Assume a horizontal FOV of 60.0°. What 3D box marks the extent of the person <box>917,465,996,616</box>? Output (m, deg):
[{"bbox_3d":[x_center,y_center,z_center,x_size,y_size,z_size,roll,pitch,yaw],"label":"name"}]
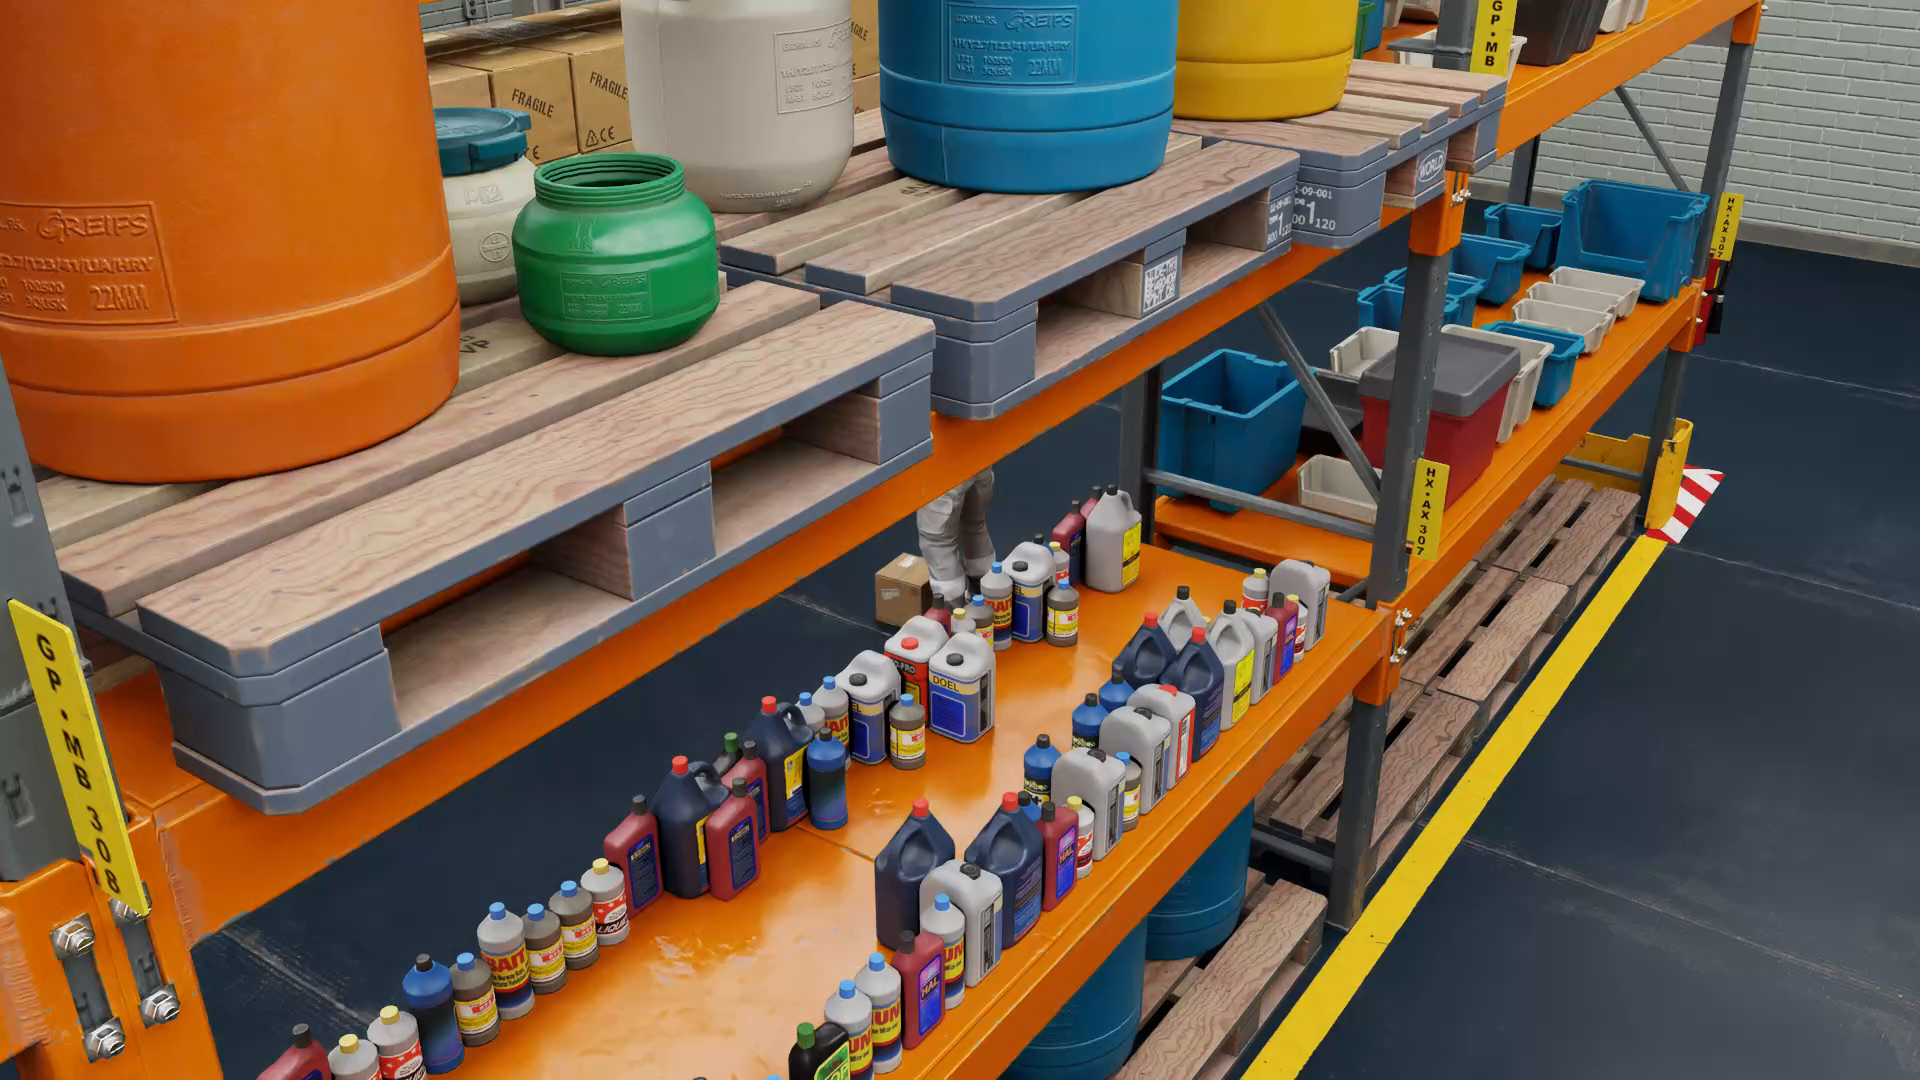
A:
[{"bbox_3d":[-0.033,-0.377,7.351,0.449,1.777,0.609,17,32,31],"label":"person"}]
